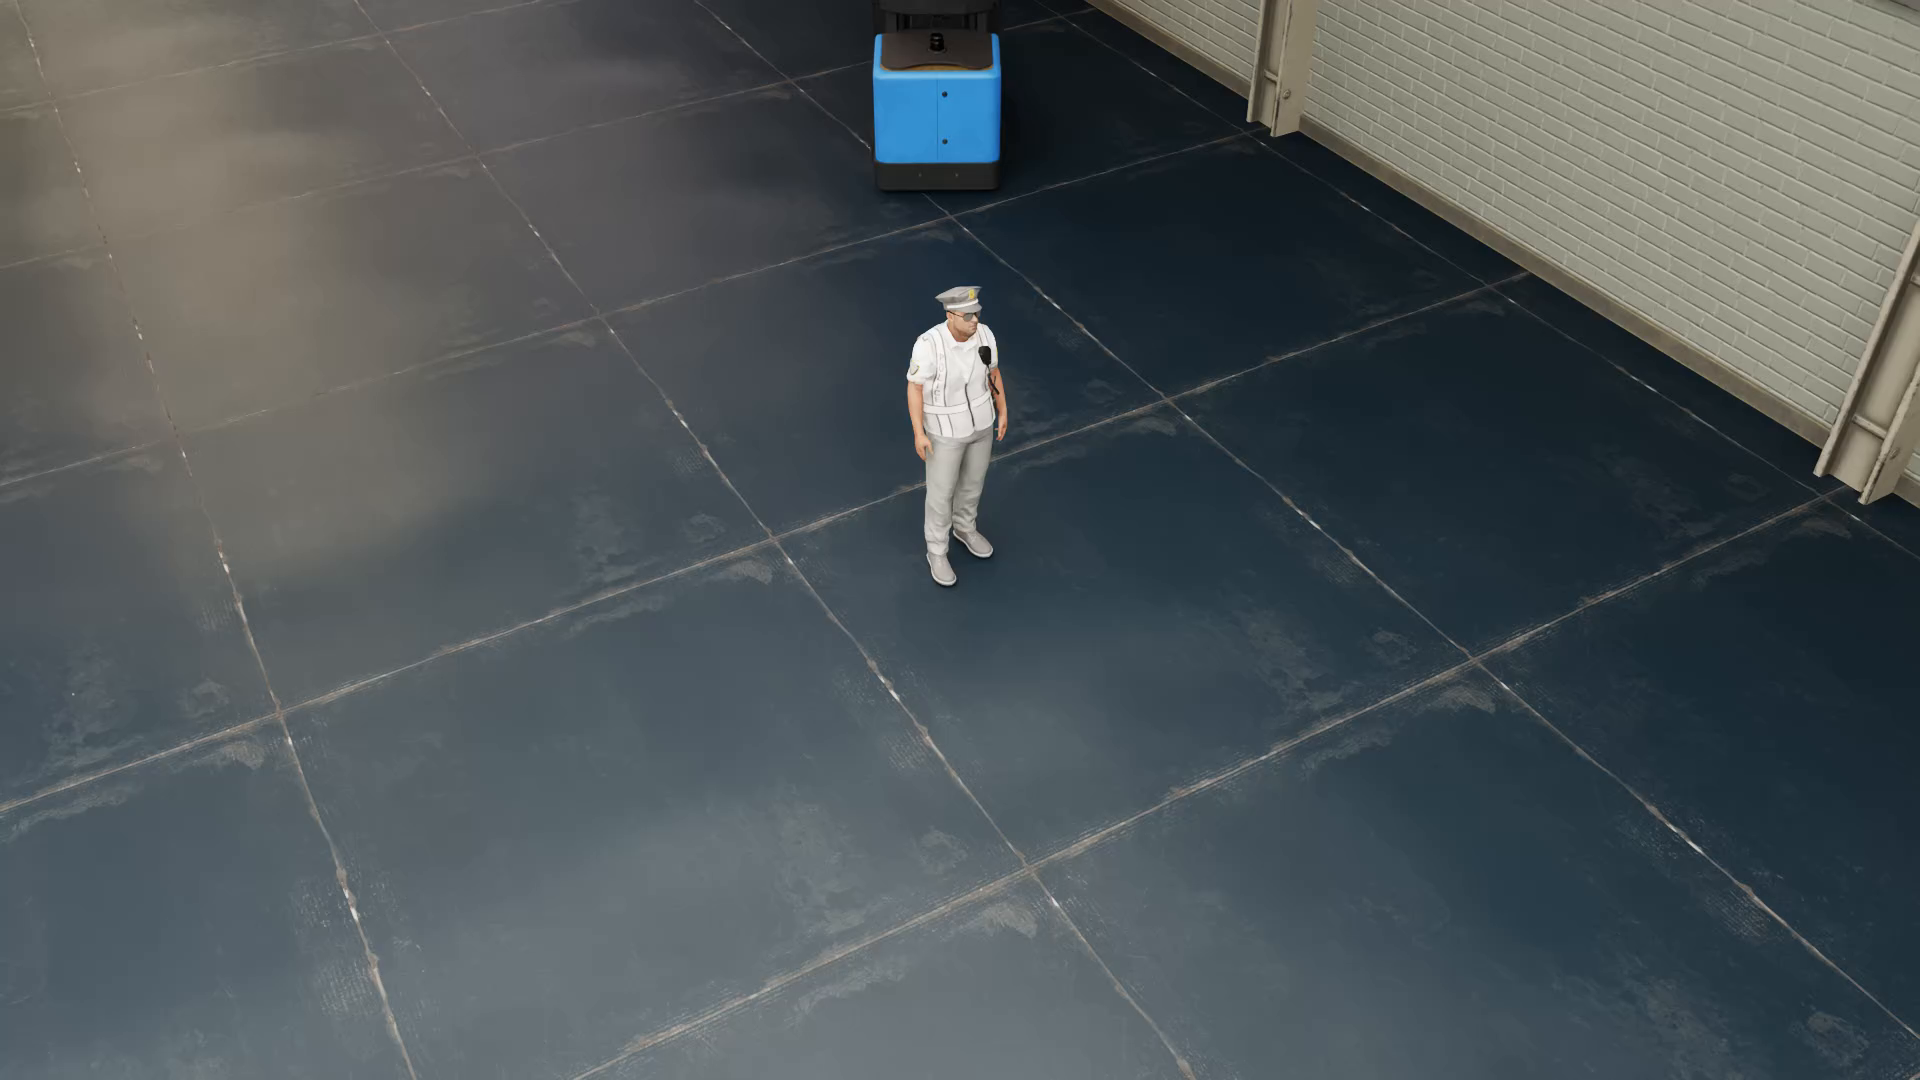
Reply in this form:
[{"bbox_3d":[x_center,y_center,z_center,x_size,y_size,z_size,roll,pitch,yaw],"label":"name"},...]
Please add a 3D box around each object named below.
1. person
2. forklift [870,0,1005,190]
[{"bbox_3d":[0.028,-0.645,9.703,0.640,1.780,0.574,-20,44,-23],"label":"person"},{"bbox_3d":[-0.197,-4.921,13.970,1.130,2.935,3.031,0,40,-1],"label":"forklift"}]
